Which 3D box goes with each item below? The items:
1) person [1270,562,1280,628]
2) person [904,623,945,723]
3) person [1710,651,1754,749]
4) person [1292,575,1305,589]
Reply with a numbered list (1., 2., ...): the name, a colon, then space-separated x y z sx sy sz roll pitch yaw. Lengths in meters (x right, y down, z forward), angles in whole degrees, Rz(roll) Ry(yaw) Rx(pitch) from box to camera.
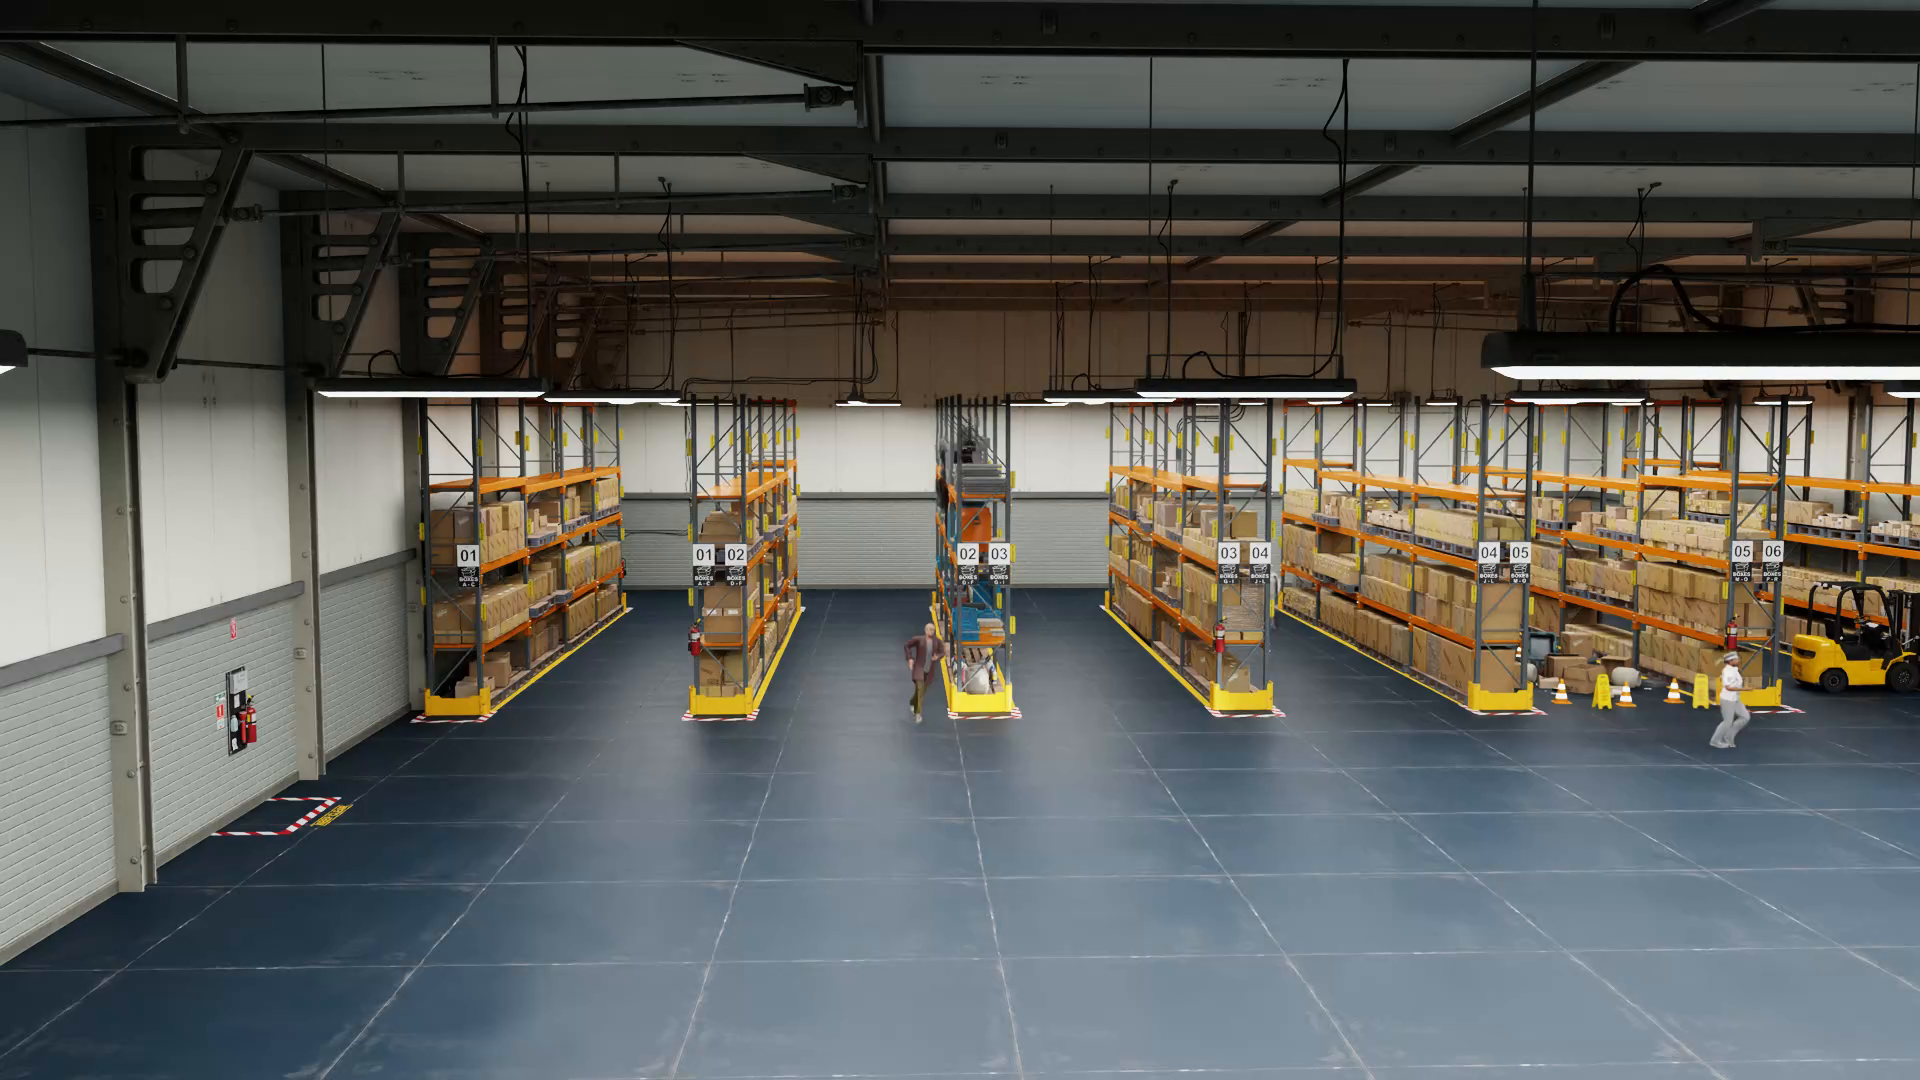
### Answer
1. person: 8.127 1.455 43.719 0.631 1.770 0.739 0 5 -3
2. person: -0.640 2.429 30.836 0.737 1.786 0.980 -2 5 -22
3. person: 12.986 2.691 27.914 0.671 1.690 0.542 4 6 39
4. person: 9.983 0.971 49.012 0.914 1.764 0.712 3 5 32
